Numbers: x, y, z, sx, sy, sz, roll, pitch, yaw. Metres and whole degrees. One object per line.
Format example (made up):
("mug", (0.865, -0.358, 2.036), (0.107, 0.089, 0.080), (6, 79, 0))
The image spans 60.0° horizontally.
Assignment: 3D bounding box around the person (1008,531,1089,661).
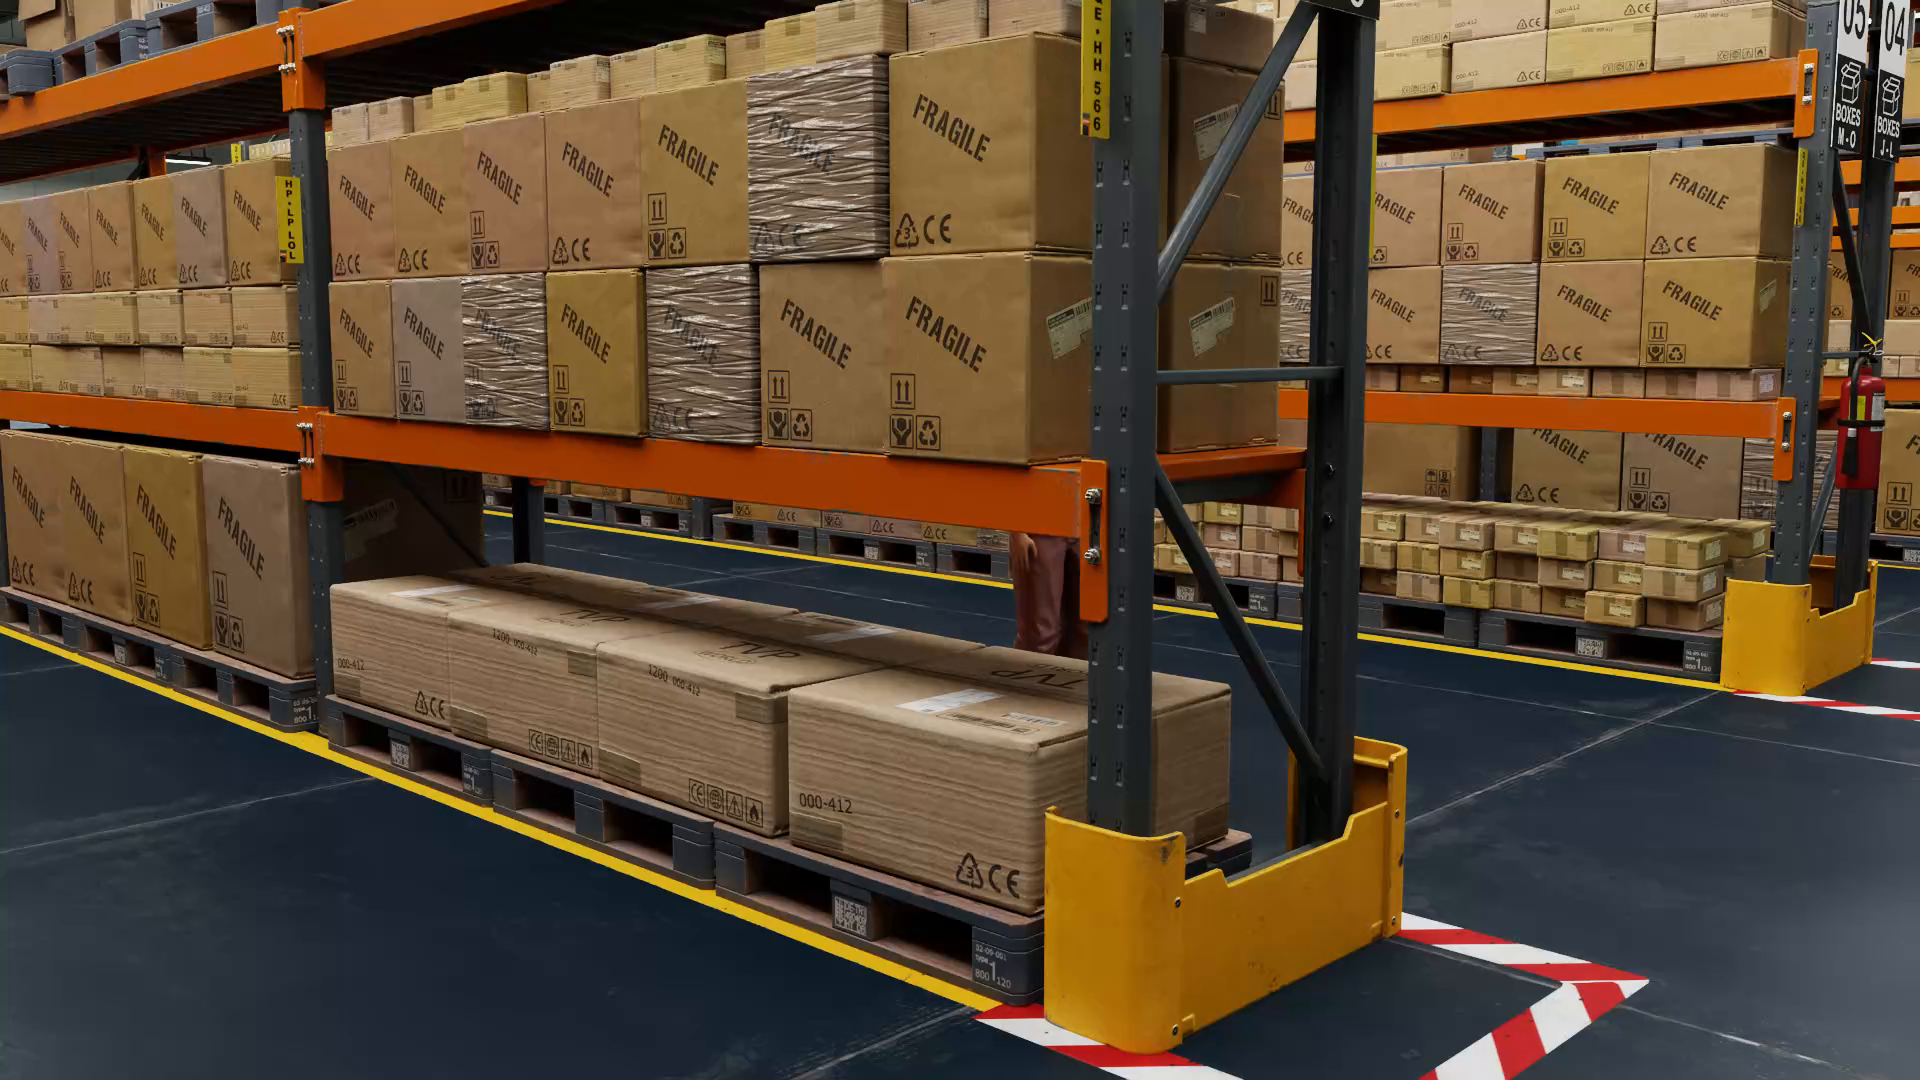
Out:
("person", (0.373, -0.007, 6.319), (0.499, 1.673, 0.358), (-7, 10, -44))
